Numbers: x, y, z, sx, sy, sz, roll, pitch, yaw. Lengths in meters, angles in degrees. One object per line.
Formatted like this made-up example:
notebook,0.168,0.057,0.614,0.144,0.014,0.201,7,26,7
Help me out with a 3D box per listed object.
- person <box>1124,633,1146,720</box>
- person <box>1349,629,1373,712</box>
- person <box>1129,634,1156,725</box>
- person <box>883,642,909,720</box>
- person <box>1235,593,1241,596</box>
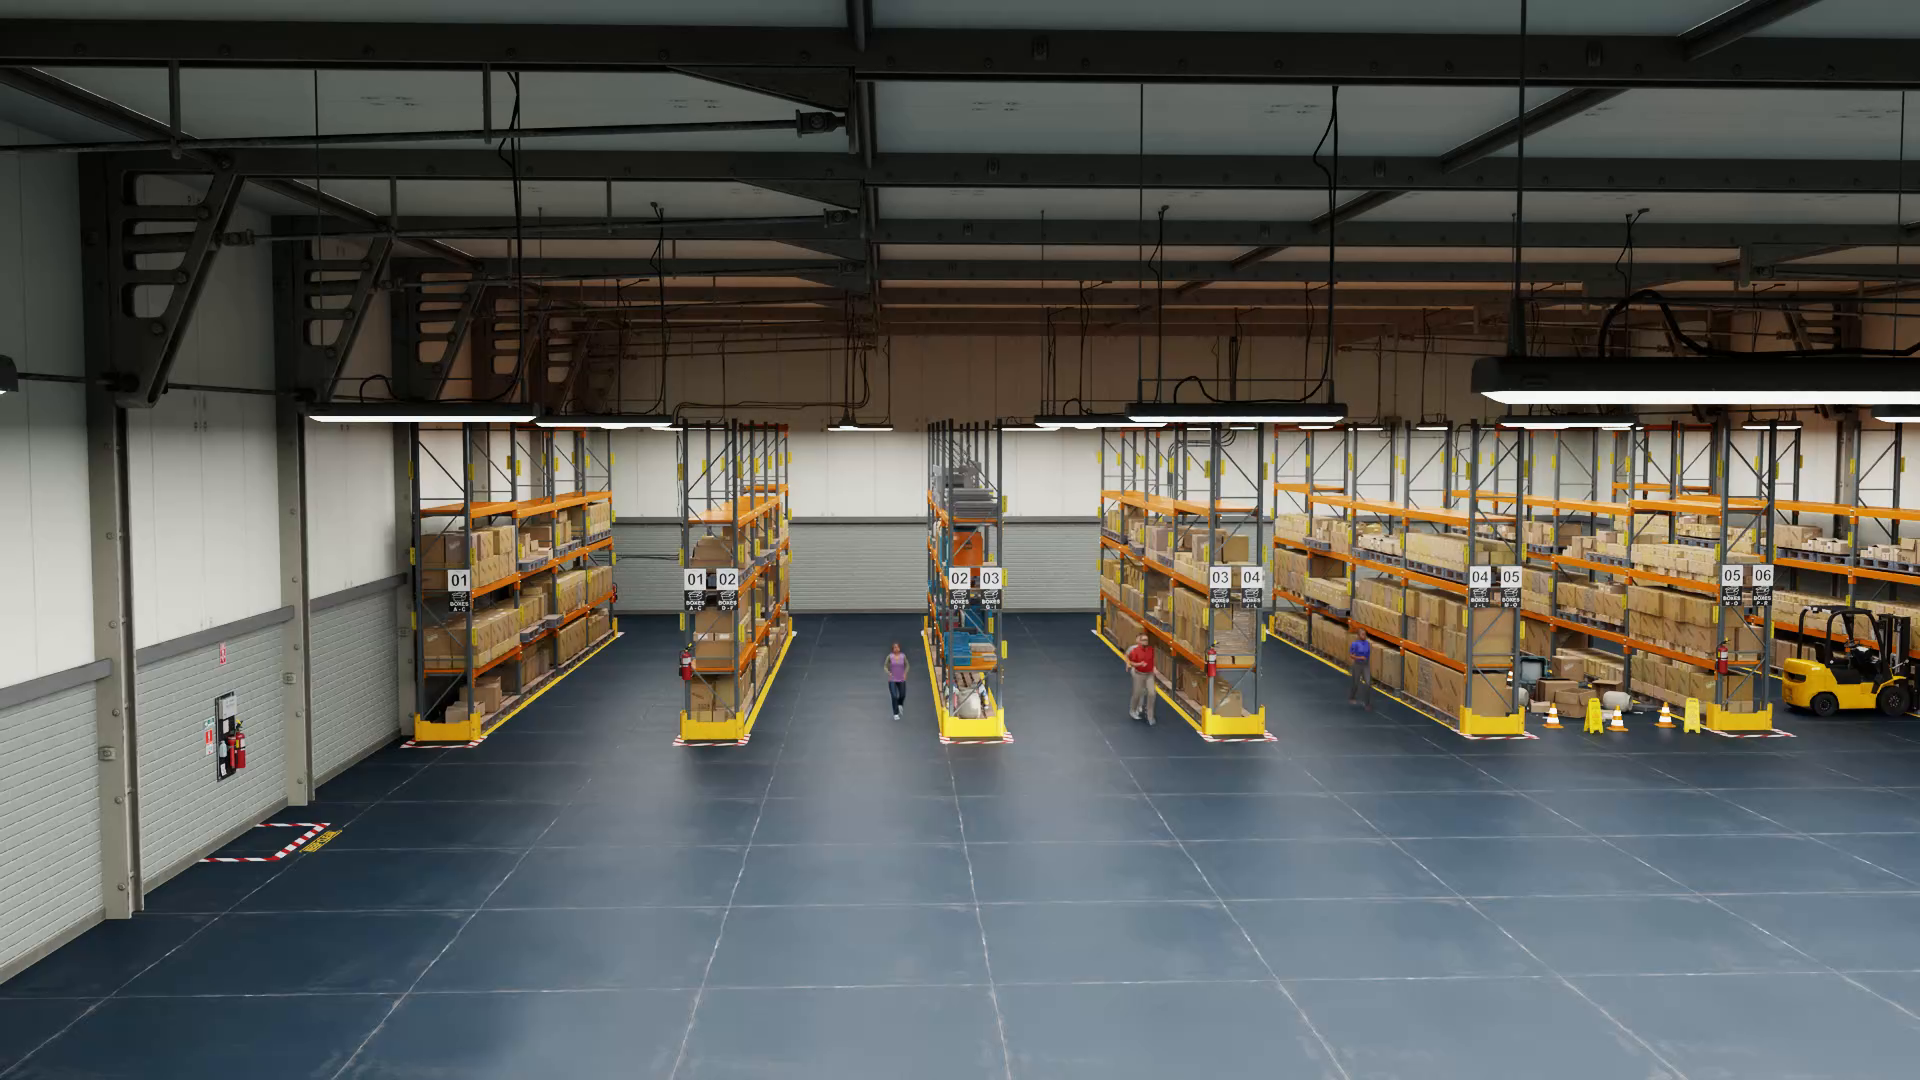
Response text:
person,3.621,2.717,33.600,0.550,1.698,0.878,0,4,-3
person,8.307,2.697,34.542,0.563,1.716,0.767,-1,4,-12
person,3.620,2.757,32.961,0.603,1.786,0.866,-1,4,-13
person,-1.260,2.817,33.214,0.530,1.553,0.551,0,4,-8
person,7.859,1.805,48.292,0.859,1.655,0.604,2,4,32
